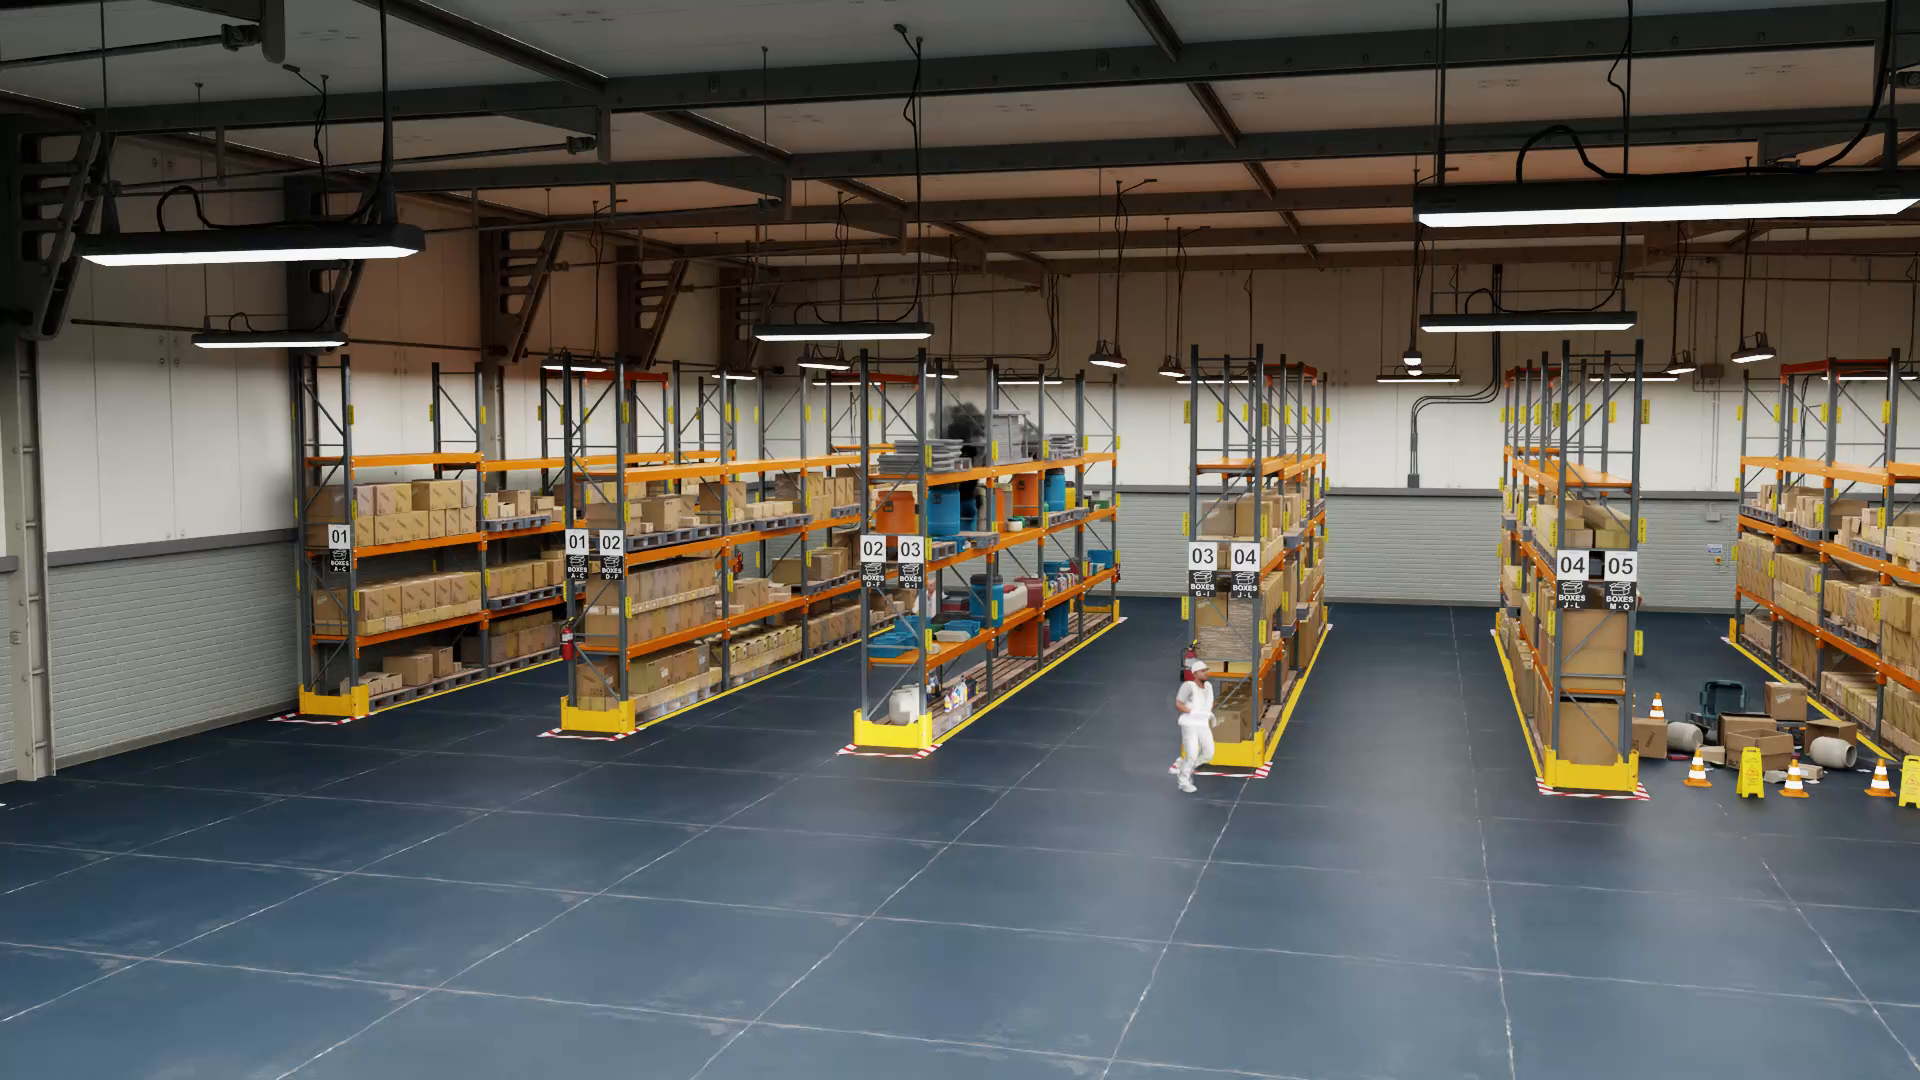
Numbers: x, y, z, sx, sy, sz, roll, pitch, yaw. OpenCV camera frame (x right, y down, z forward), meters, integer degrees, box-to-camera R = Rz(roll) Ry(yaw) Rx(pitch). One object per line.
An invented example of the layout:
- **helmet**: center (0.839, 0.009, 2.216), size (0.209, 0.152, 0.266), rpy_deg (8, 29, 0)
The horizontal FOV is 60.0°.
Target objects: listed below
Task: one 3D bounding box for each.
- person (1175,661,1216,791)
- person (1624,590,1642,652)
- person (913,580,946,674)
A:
- **person**: center (3.186, 2.475, 22.192), size (0.726, 1.722, 0.619), rpy_deg (-3, 5, -34)
- **person**: center (13.903, 1.560, 34.799), size (0.590, 1.701, 0.844), rpy_deg (0, 4, 5)
- **person**: center (-0.578, 1.670, 32.483), size (0.709, 1.776, 1.037), rpy_deg (1, 4, 12)
